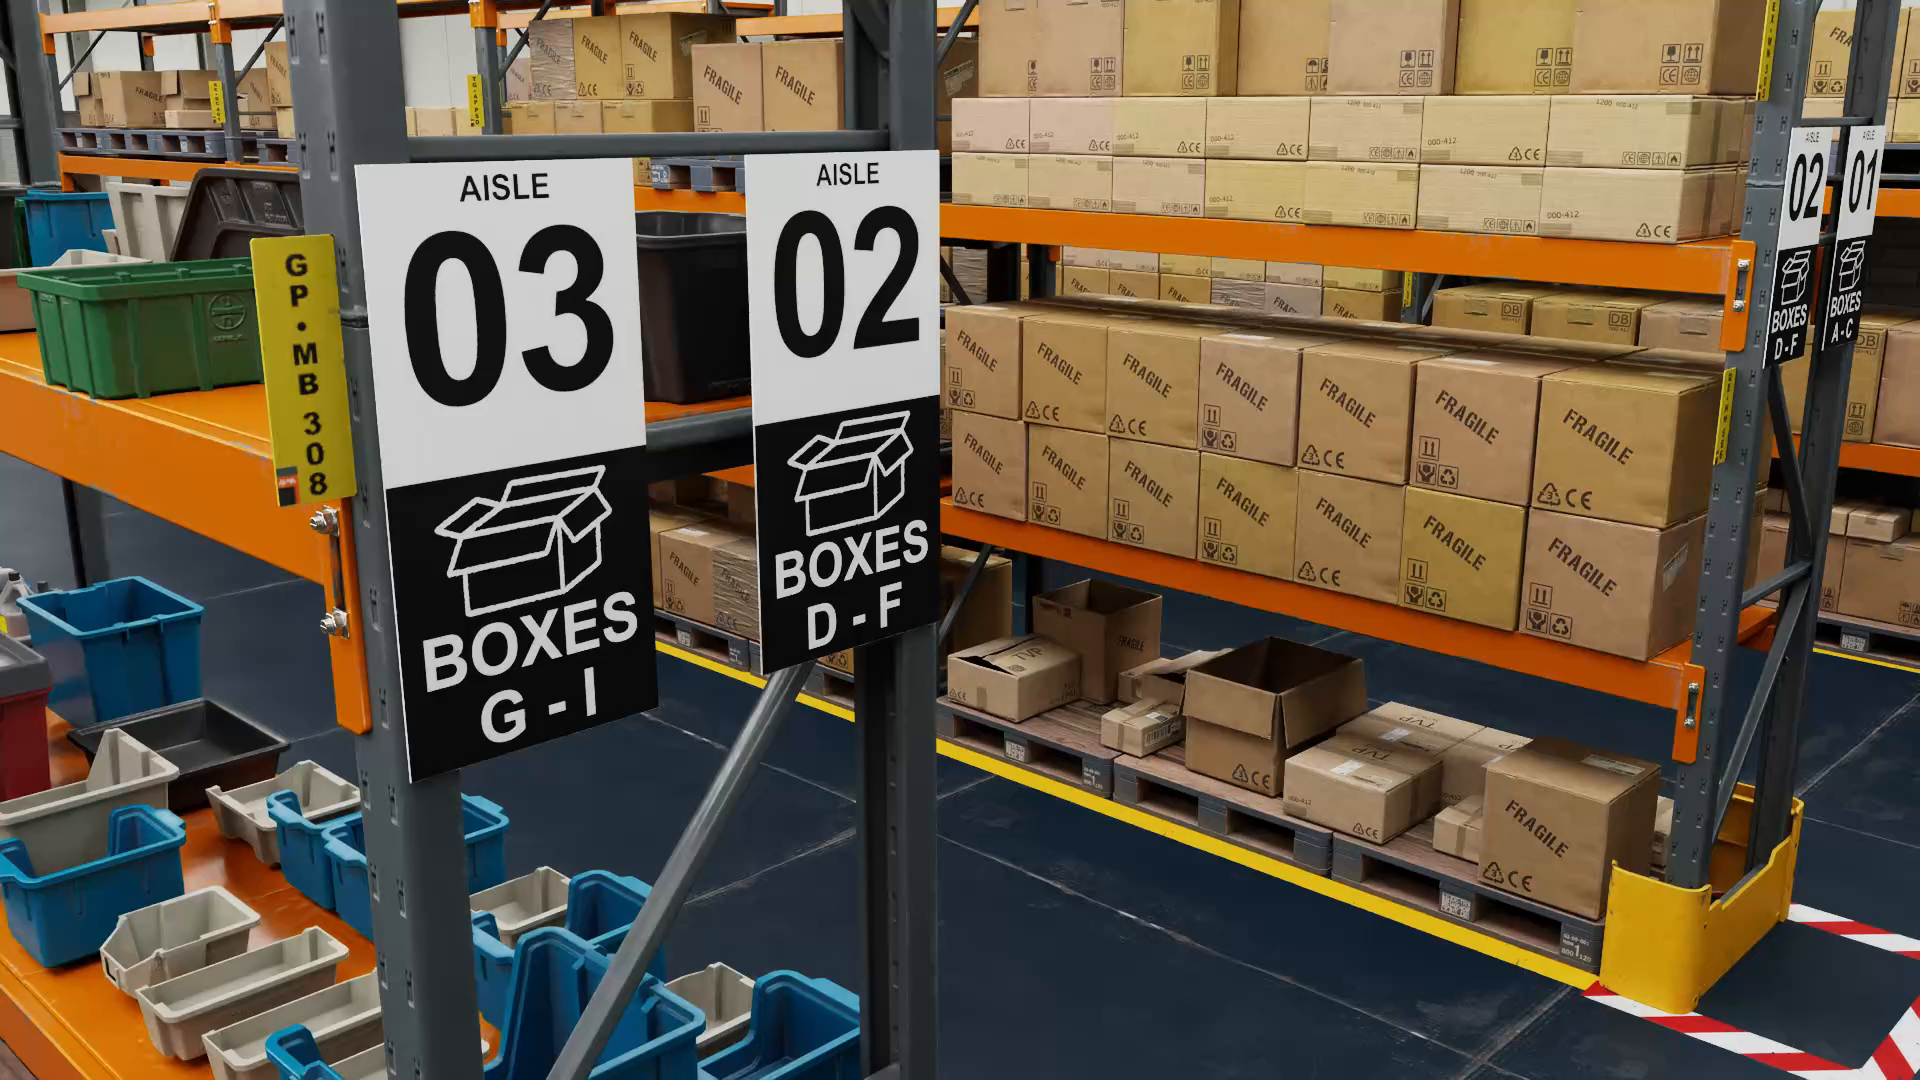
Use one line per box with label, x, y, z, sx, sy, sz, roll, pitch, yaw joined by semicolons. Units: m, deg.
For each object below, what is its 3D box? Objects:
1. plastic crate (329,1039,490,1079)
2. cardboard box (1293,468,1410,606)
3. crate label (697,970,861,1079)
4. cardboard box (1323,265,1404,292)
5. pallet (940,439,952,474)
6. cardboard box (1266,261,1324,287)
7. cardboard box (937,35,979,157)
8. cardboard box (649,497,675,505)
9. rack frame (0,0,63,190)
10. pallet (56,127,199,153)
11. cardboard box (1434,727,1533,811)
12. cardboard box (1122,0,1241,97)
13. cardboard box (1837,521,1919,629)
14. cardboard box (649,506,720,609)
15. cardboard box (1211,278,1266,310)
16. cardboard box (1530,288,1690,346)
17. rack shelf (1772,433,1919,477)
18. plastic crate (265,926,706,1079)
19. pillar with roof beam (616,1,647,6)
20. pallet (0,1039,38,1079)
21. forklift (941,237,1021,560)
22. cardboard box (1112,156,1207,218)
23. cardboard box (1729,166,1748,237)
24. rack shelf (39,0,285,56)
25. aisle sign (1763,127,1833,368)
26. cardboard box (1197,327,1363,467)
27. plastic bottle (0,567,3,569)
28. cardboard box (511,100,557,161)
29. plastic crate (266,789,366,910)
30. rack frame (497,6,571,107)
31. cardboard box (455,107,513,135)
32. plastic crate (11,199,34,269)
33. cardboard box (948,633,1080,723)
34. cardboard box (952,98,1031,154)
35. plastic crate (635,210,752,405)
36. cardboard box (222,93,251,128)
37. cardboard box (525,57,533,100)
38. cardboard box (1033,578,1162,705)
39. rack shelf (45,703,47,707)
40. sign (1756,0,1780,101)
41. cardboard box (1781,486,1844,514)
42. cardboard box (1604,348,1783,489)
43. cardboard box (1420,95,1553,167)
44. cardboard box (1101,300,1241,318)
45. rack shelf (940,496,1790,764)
plastic crate;-1.142;1.081;3.237;0.243;0.136;0.396;14;20;42
cardboard box;1.769;-0.062;7.021;0.500;0.500;0.500;14;20;43
crate label;-0.378;1.042;3.198;0.303;0.233;0.416;14;20;42
cardboard box;3.054;-2.006;12.366;0.500;0.250;0.500;-14;20;-43
pallet;-0.367;-0.573;9.561;1.213;0.211;1.003;14;20;42
cardboard box;2.693;-2.097;12.716;0.500;0.250;0.500;-14;20;-43
cardboard box;-0.179;-2.359;8.858;0.600;0.600;0.600;11;18;37
cardboard box;-1.911;-0.088;11.406;0.500;0.500;0.500;-14;20;-42
rack frame;-3.309;-2.510;4.720;0.127;3.000;1.000;14;20;42
pallet;-8.015;-3.886;16.124;1.213;0.211;1.003;14;20;42
cardboard box;2.457;1.078;7.427;0.500;0.250;0.500;14;20;42
cardboard box;1.134;-2.212;7.341;0.500;0.500;0.700;14;20;42
cardboard box;5.874;0.196;10.354;0.500;0.500;0.700;14;20;42
cardboard box;-1.880;0.102;10.678;0.500;0.500;0.500;13;20;41
cardboard box;2.331;-1.820;13.139;0.500;0.500;0.500;14;20;42
cardboard box;4.469;-1.324;11.470;0.700;0.700;0.980;13;19;41
rack shelf;5.008;-0.707;11.125;4.000;0.370;1.077;14;20;42
plastic crate;-0.800;1.022;2.872;0.499;0.435;0.616;14;20;42
pillar with roof beam;-6.955;-5.662;16.815;0.400;9.000;9.100;14;20;42
pallet;-2.752;1.864;5.361;1.213;0.211;1.003;14;20;42
forklift;-0.163;-1.267;11.980;1.130;2.935;3.031;4;15;15
cardboard box;1.027;-1.579;7.391;0.500;0.250;0.500;14;20;42
cardboard box;2.818;-1.321;6.400;0.500;0.250;0.500;14;20;42
rack shelf;-7.067;-4.617;15.026;4.000;0.370;1.077;14;20;42
aisle sign;2.848;-0.996;5.651;0.004;0.787;0.394;14;20;42
cardboard box;1.390;-0.634;7.235;0.500;0.500;0.500;-14;20;-42
plastic bottle;-3.705;0.215;6.411;0.097;0.271;0.097;0;15;0
cardboard box;-2.410;-2.636;10.951;0.500;0.500;0.910;14;20;42
plastic crate;-1.542;0.759;4.284;0.300;0.233;0.416;14;20;42
rack frame;-5.071;-6.409;19.681;0.127;3.000;1.000;14;20;42
cardboard box;-3.113;-2.857;11.464;0.500;0.250;0.500;12;19;38
plastic crate;-2.794;-0.937;5.051;0.662;0.188;0.450;14;20;42
cardboard box;0.284;0.695;8.775;0.500;0.311;0.500;14;20;42
cardboard box;0.310;-1.996;8.002;0.500;0.250;0.500;14;20;42
plastic crate;-0.513;-0.414;2.881;0.590;0.269;0.497;14;20;42
cardboard box;-6.195;-3.816;14.745;0.500;0.311;0.500;12;19;39
cardboard box;-4.636;-5.291;19.118;0.500;0.500;0.500;13;20;42
cardboard box;0.739;0.539;8.999;0.500;0.500;0.500;14;20;42
rack shelf;-4.748;0.391;6.910;4.000;0.370;1.077;14;20;42
sign;2.612;-1.589;5.375;0.005;0.325;0.100;14;20;42
cardboard box;5.558;-0.264;10.835;0.250;0.149;0.380;14;20;43
cardboard box;2.875;-0.464;6.581;0.500;0.500;0.500;-14;20;-42
cardboard box;2.105;-1.558;6.318;0.500;0.250;0.500;14;20;42
cardboard box;1.047;-0.907;8.284;0.500;0.500;0.500;13;20;41
rack shelf;1.572;0.192;7.672;4.000;0.370;1.077;14;20;42
